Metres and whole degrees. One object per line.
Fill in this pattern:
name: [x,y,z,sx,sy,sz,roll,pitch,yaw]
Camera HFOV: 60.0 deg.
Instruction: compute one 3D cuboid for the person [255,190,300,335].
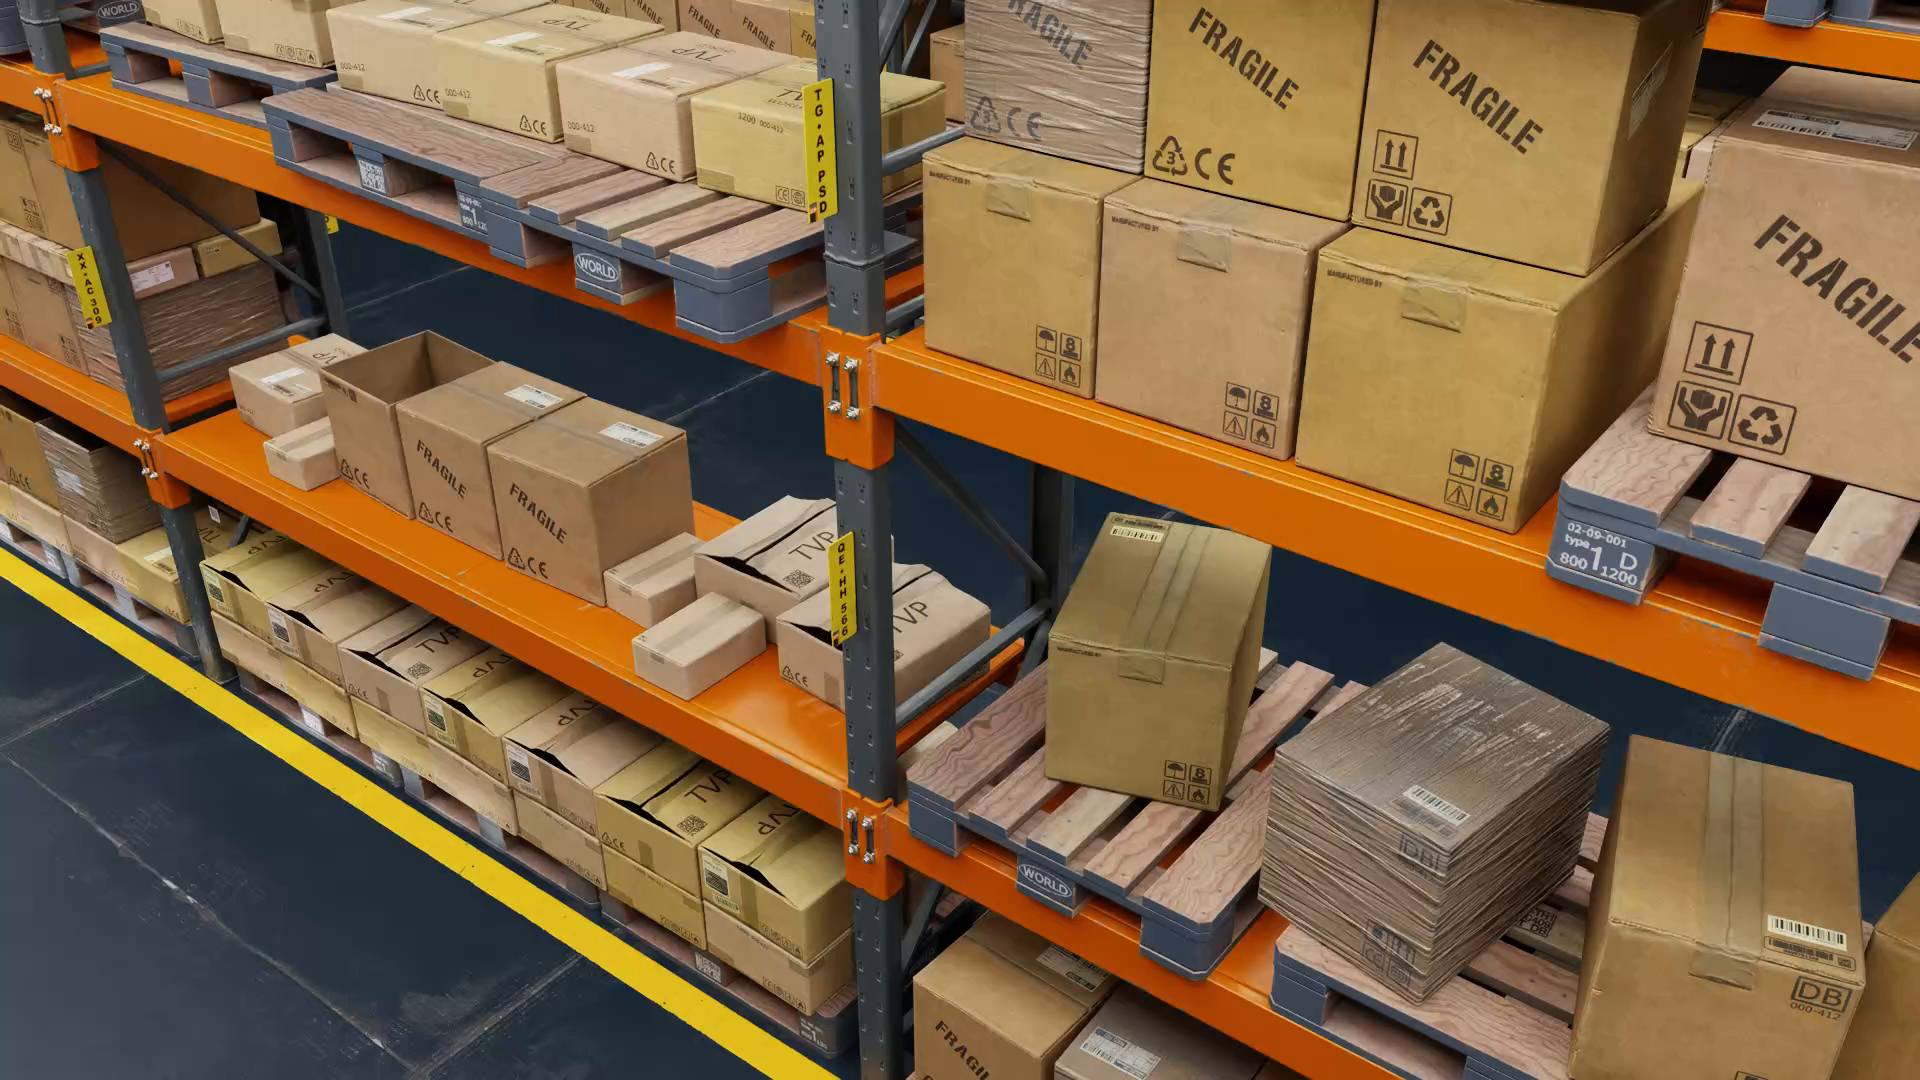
person: [-4.223,-1.711,10.071,0.532,1.782,0.569,22,37,32]
